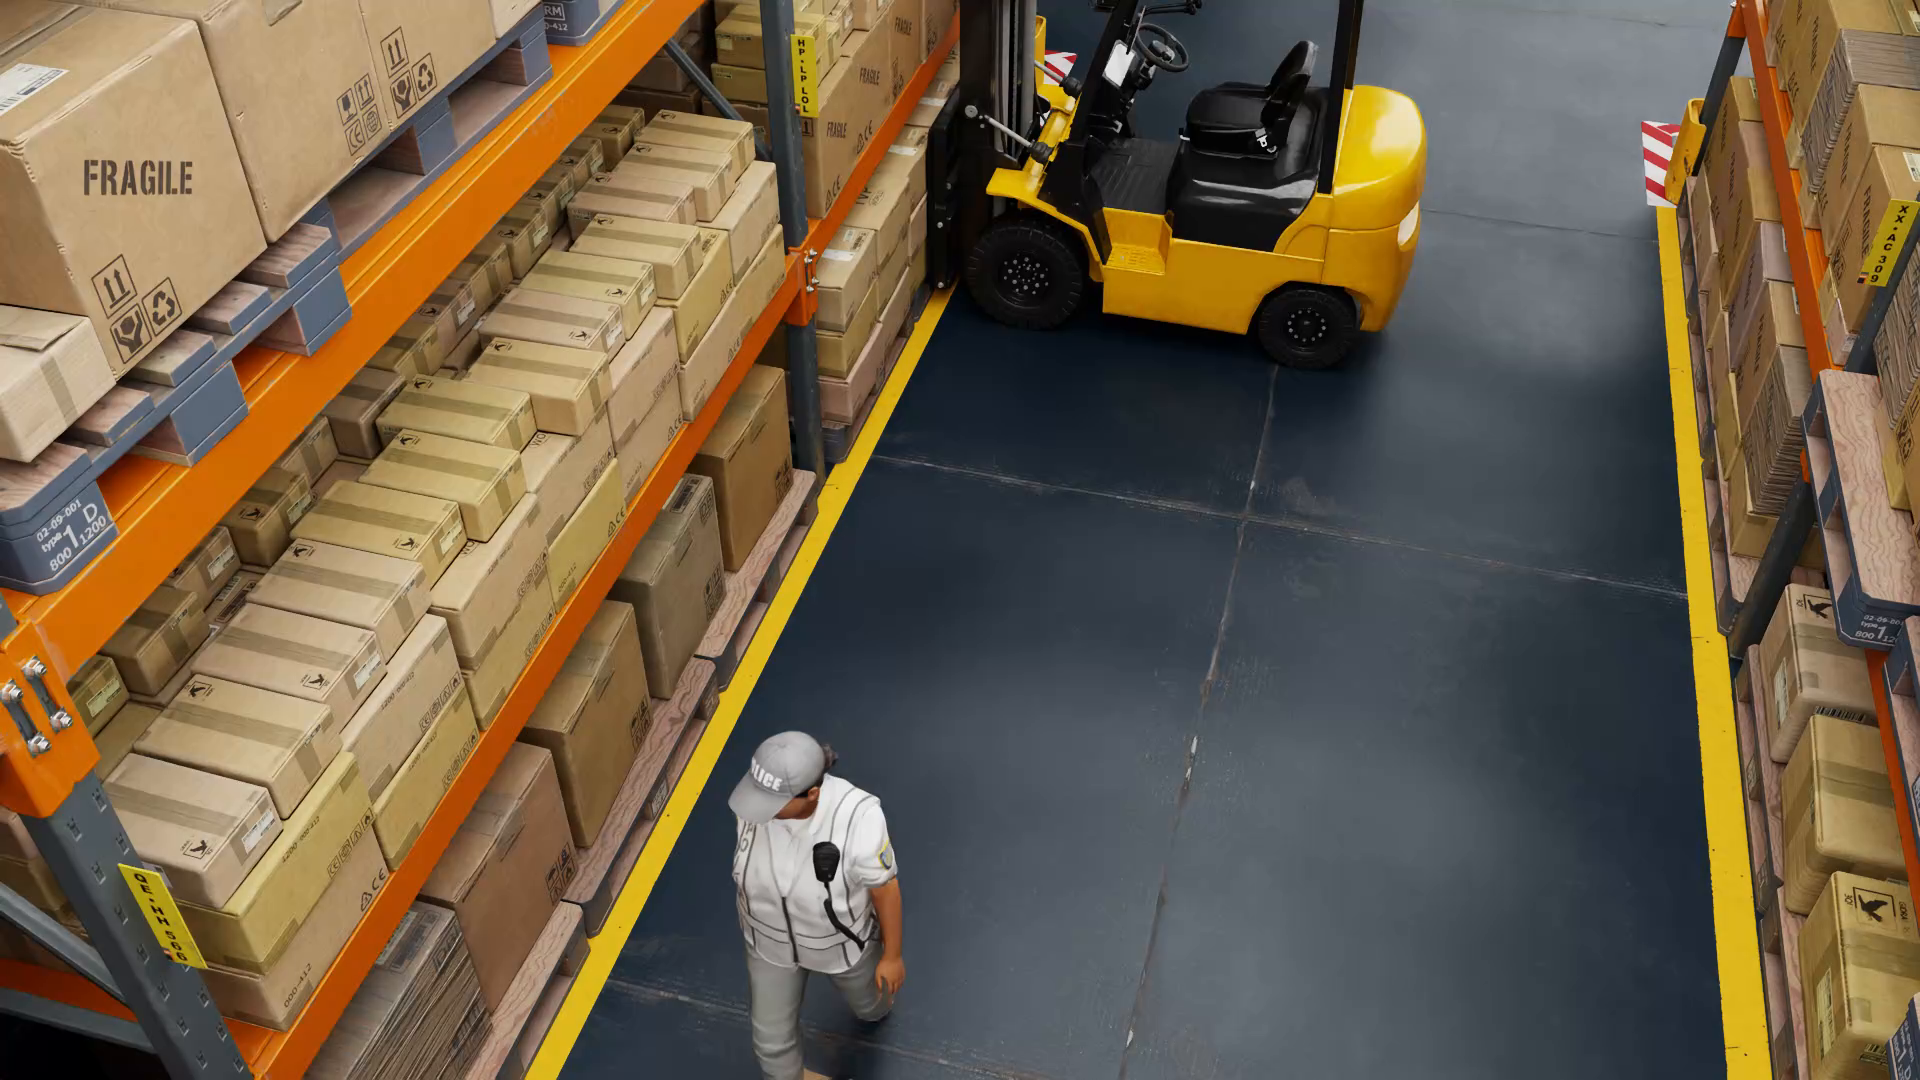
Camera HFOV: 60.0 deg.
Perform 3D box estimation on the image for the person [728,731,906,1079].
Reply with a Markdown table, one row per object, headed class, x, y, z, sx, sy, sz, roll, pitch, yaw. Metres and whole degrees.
| class | x | y | z | sx | sy | sz | roll | pitch | yaw |
| --- | --- | --- | --- | --- | --- | --- | --- | --- | --- |
| person | -0.393 | 1.116 | 4.884 | 0.512 | 1.630 | 0.870 | 7 | 42 | 8 |
